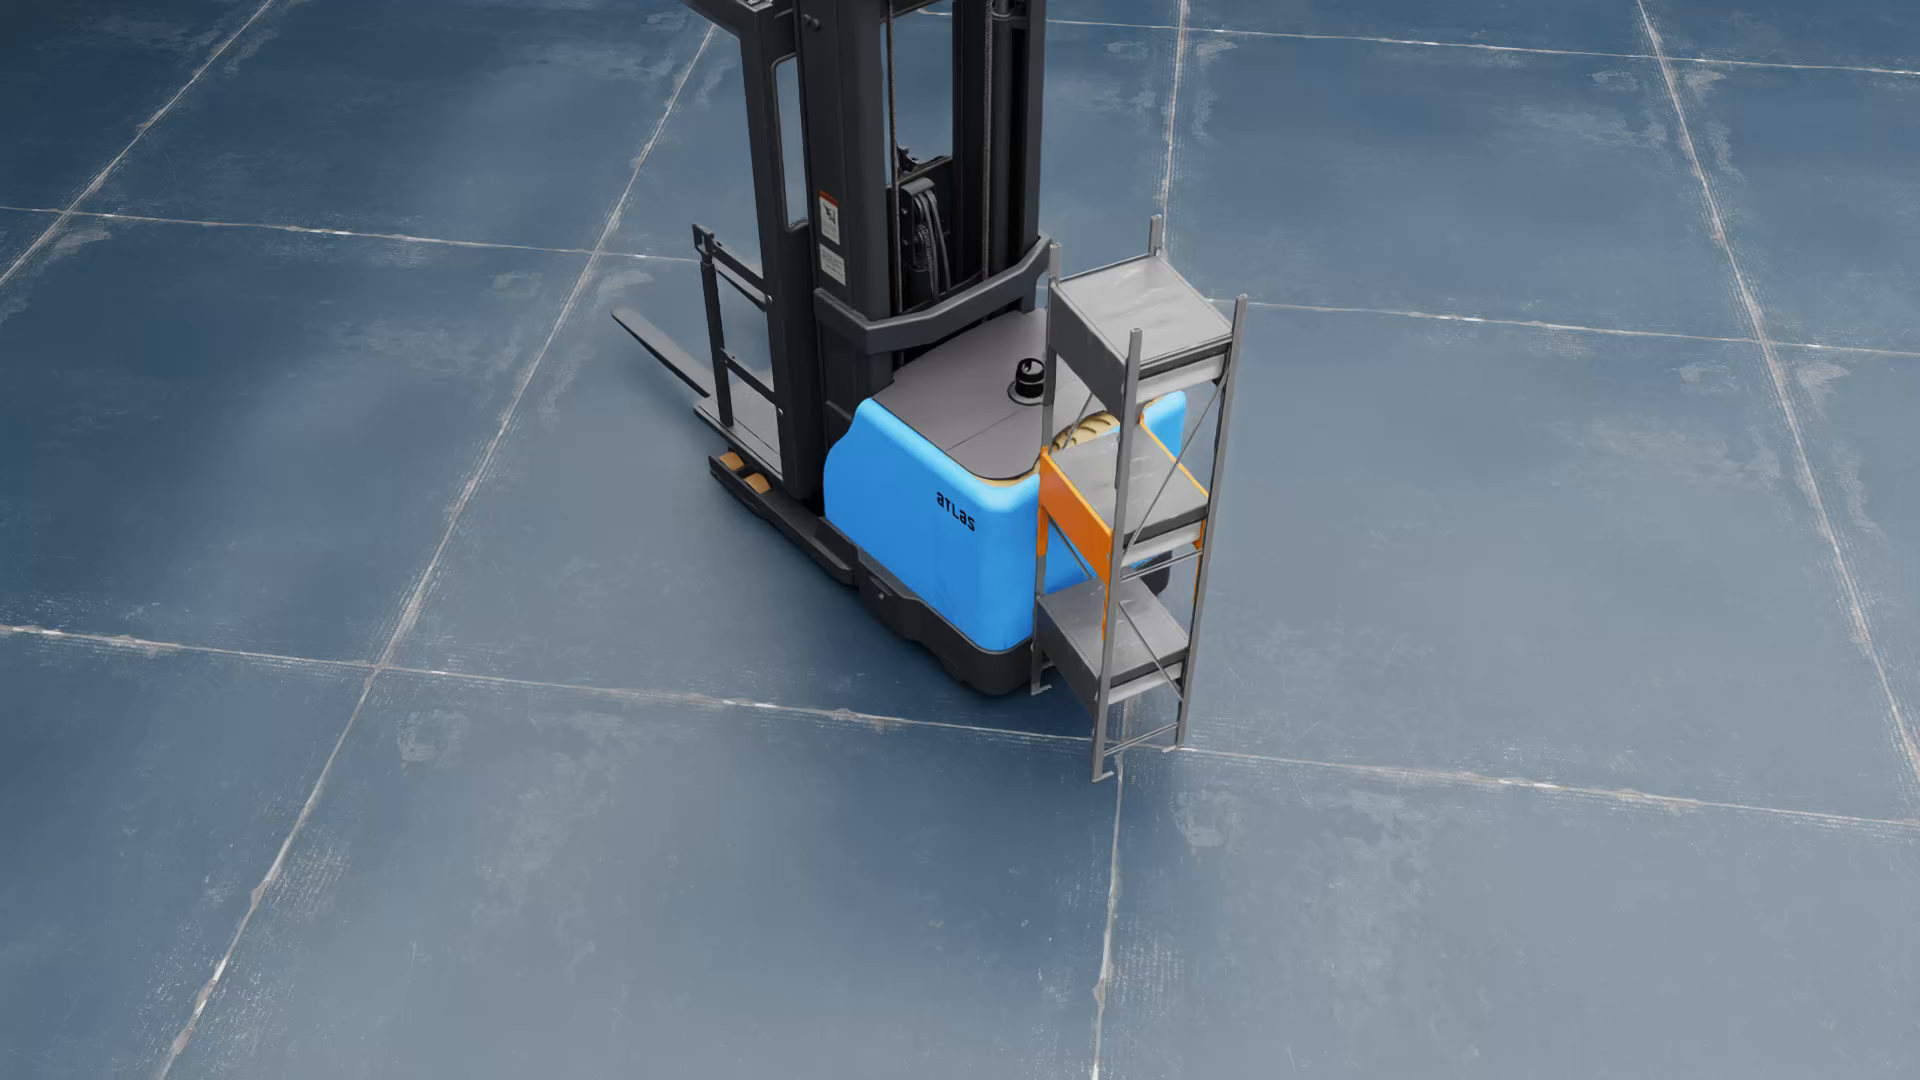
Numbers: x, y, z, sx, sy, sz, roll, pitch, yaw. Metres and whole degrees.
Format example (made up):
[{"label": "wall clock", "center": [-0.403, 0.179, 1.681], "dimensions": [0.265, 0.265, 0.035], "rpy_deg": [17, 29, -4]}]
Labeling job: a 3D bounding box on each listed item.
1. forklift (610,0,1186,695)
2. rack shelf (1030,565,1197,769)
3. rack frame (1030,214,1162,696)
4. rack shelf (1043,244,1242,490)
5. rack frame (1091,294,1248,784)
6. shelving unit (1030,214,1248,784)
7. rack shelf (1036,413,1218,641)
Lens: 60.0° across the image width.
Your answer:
[{"label": "forklift", "center": [-0.469, -1.397, 6.594], "dimensions": [1.130, 2.935, 3.031], "rpy_deg": [-31, 51, -28]}, {"label": "rack shelf", "center": [0.569, 0.460, 6.275], "dimensions": [0.431, 0.518, 0.480], "rpy_deg": [-19, 47, -19]}, {"label": "rack frame", "center": [0.460, -0.208, 5.943], "dimensions": [0.400, 2.100, 0.015], "rpy_deg": [-19, 47, -19]}, {"label": "rack shelf", "center": [0.569, -0.557, 5.312], "dimensions": [0.431, 0.518, 0.480], "rpy_deg": [-19, 47, -19]}, {"label": "rack frame", "center": [0.678, 0.092, 5.626], "dimensions": [0.400, 2.100, 0.015], "rpy_deg": [-19, 47, -19]}, {"label": "shelving unit", "center": [0.569, -0.058, 5.784], "dimensions": [0.431, 2.100, 0.503], "rpy_deg": [-19, 47, -19]}, {"label": "rack shelf", "center": [0.569, -0.048, 5.794], "dimensions": [0.431, 0.518, 0.480], "rpy_deg": [-19, 47, -19]}]
